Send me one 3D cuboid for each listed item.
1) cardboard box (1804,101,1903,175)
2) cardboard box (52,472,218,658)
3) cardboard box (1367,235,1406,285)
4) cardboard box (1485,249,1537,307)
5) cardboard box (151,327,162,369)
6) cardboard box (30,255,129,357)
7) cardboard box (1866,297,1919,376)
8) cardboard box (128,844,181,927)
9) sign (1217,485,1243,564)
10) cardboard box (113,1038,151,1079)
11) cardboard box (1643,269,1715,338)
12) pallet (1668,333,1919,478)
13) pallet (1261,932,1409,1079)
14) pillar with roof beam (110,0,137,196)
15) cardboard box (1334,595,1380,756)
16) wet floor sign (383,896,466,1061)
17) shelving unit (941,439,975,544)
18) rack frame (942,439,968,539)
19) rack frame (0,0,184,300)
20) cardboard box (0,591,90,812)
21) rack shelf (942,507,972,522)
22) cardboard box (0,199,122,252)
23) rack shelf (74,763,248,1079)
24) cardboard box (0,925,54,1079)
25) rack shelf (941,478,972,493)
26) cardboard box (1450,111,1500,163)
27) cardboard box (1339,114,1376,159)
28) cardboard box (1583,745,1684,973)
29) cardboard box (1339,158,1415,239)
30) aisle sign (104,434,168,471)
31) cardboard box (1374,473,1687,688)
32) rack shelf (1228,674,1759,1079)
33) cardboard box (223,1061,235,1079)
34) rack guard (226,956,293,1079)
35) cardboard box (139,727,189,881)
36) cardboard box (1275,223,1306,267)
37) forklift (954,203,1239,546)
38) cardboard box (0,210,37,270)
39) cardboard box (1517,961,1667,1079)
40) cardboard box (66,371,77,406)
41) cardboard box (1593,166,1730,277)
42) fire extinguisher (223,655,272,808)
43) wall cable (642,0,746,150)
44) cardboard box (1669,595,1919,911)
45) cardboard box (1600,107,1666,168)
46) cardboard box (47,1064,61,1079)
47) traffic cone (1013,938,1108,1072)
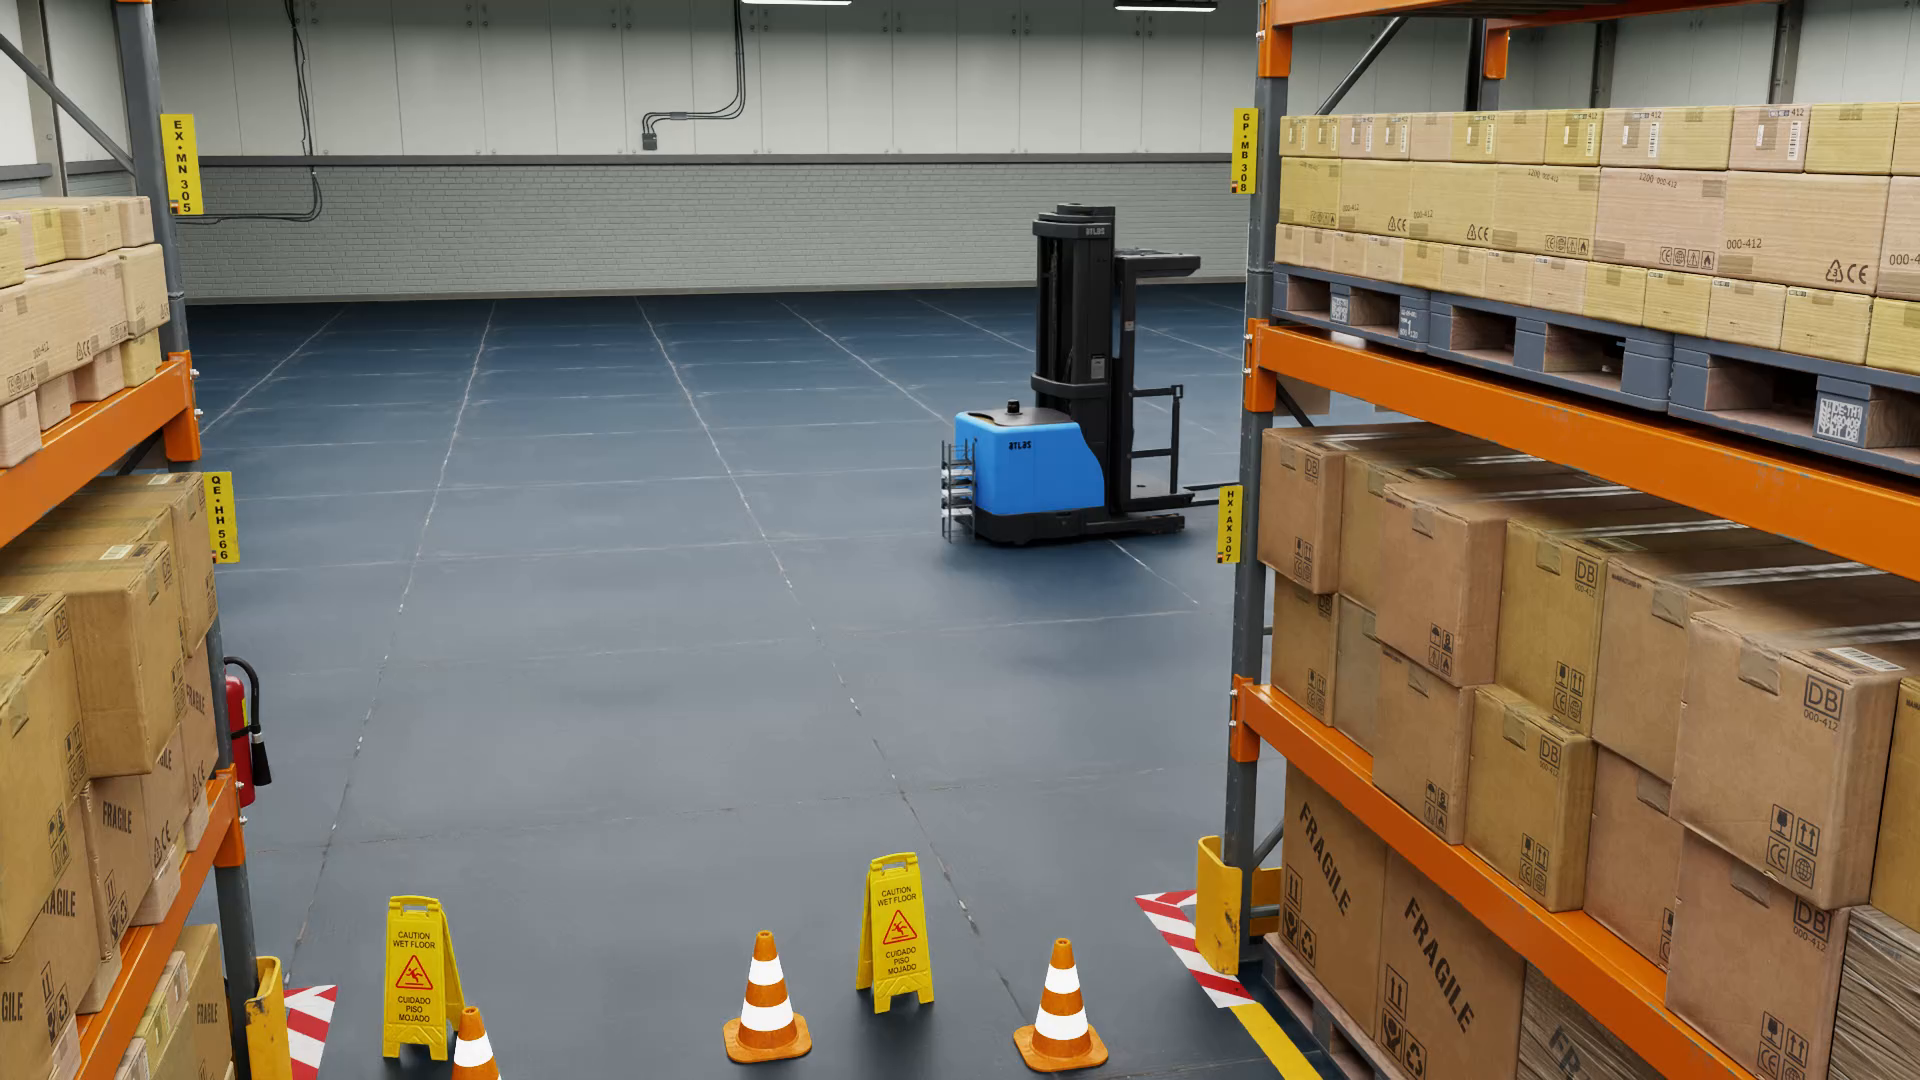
[{"bbox_3d":[2.082,-0.869,3.598,0.380,0.149,0.250,-3,14,-13],"label":"cardboard box"},{"bbox_3d":[-2.799,0.092,5.286,0.700,0.500,0.500,-4,14,-15],"label":"cardboard box"},{"bbox_3d":[1.604,-0.950,5.608,0.380,0.149,0.250,-3,14,-13],"label":"cardboard box"},{"bbox_3d":[1.782,-0.775,4.892,0.380,0.149,0.250,-3,14,-13],"label":"cardboard box"},{"bbox_3d":[-2.776,-0.603,5.285,0.380,0.149,0.250,-3,14,-13],"label":"cardboard box"},{"bbox_3d":[-2.646,-0.644,4.610,0.500,0.250,0.500,-3,14,-14],"label":"cardboard box"},{"bbox_3d":[2.140,-0.423,3.453,0.380,0.149,0.250,-3,14,-12],"label":"cardboard box"},{"bbox_3d":[-2.539,1.032,4.912,0.380,0.149,0.250,-3,14,-12],"label":"cardboard box"},{"bbox_3d":[1.115,-0.063,6.876,0.100,0.325,0.005,-3,14,-13],"label":"sign"},{"bbox_3d":[-2.422,1.488,4.479,0.380,0.149,0.250,-3,14,-11],"label":"cardboard box"},{"bbox_3d":[1.961,-0.599,4.174,0.380,0.149,0.250,-3,14,-12],"label":"cardboard box"},{"bbox_3d":[2.414,-0.315,3.761,1.003,0.211,1.213,-3,14,-13],"label":"pallet"},{"bbox_3d":[1.920,1.901,6.702,1.003,0.211,1.213,-3,14,-13],"label":"pallet"},{"bbox_3d":[-11.529,-8.921,32.483,9.100,9.000,0.548,-3,14,-13],"label":"pillar with roof beam"},{"bbox_3d":[1.938,0.502,6.236,0.875,0.550,0.550,-3,14,-13],"label":"cardboard box"},{"bbox_3d":[-2.136,1.705,6.587,0.267,0.644,0.232,2,14,6],"label":"wet floor sign"},{"bbox_3d":[-0.016,-0.432,14.800,0.258,0.900,0.210,-4,14,-17],"label":"shelving unit"},{"bbox_3d":[-0.046,-0.455,14.894,0.240,0.900,0.006,-4,14,-17],"label":"rack frame"},{"bbox_3d":[-3.132,-2.249,5.172,1.000,3.000,0.127,-3,14,-13],"label":"rack frame"},{"bbox_3d":[-2.486,0.444,3.845,0.700,0.500,0.500,-3,14,-14],"label":"cardboard box"},{"bbox_3d":[-0.016,-0.225,14.850,0.258,0.077,0.200,-4,14,-17],"label":"rack shelf"},{"bbox_3d":[-2.742,-0.934,4.959,0.380,0.149,0.250,-3,14,-12],"label":"cardboard box"},{"bbox_3d":[-2.662,1.476,4.081,1.077,0.370,4.000,-3,14,-13],"label":"rack shelf"},{"bbox_3d":[-2.270,1.047,3.485,0.500,0.500,0.500,-3,14,-14],"label":"cardboard box"},{"bbox_3d":[-0.016,-0.487,14.786,0.258,0.077,0.200,-4,14,-17],"label":"rack shelf"},{"bbox_3d":[1.723,-1.221,5.038,0.380,0.149,0.250,-3,14,-14],"label":"cardboard box"},{"bbox_3d":[1.544,-1.397,5.760,0.380,0.149,0.250,-3,14,-14],"label":"cardboard box"},{"bbox_3d":[2.334,0.875,4.710,0.875,0.550,0.550,-3,14,-13],"label":"cardboard box"},{"bbox_3d":[1.641,-1.173,5.680,0.500,0.250,0.500,-3,14,-14],"label":"cardboard box"},{"bbox_3d":[-2.864,-0.628,5.700,0.394,0.787,0.004,-3,14,-13],"label":"aisle sign"},{"bbox_3d":[1.924,0.115,5.545,0.875,0.550,0.550,-3,14,-13],"label":"cardboard box"},{"bbox_3d":[2.126,1.177,5.306,1.077,0.370,4.000,-3,14,-13],"label":"rack shelf"},{"bbox_3d":[-2.675,1.974,5.436,0.500,0.250,0.500,-3,14,-13],"label":"cardboard box"},{"bbox_3d":[-3.114,1.897,6.109,1.175,0.500,0.348,-3,14,-13],"label":"rack guard"},{"bbox_3d":[-2.623,0.698,4.913,0.500,0.500,0.500,-3,14,-13],"label":"cardboard box"},{"bbox_3d":[1.425,-1.125,6.324,0.380,0.149,0.250,-3,14,-13],"label":"cardboard box"},{"bbox_3d":[1.509,-1.581,15.221,3.031,2.935,1.130,-6,15,-22],"label":"forklift"},{"bbox_3d":[-2.604,-0.758,4.238,0.380,0.149,0.250,-3,14,-13],"label":"cardboard box"},{"bbox_3d":[2.301,1.760,4.994,0.875,0.875,0.875,-3,14,-13],"label":"cardboard box"},{"bbox_3d":[-2.662,-0.422,4.544,0.380,0.149,0.250,-3,14,-13],"label":"cardboard box"},{"bbox_3d":[1.996,-0.824,4.253,0.500,0.250,0.500,-3,14,-14],"label":"cardboard box"},{"bbox_3d":[-2.711,0.651,6.106,0.296,0.674,0.183,-3,14,-13],"label":"fire extinguisher"},{"bbox_3d":[-5.889,-11.612,36.331,2.305,6.003,0.169,-3,14,-13],"label":"wall cable"},{"bbox_3d":[2.300,0.484,4.035,0.875,0.550,0.550,-3,14,-13],"label":"cardboard box"},{"bbox_3d":[1.904,-1.044,4.314,0.380,0.149,0.250,-3,14,-14],"label":"cardboard box"},{"bbox_3d":[-2.246,1.324,3.717,0.380,0.149,0.250,-3,14,-13],"label":"cardboard box"},{"bbox_3d":[0.401,1.800,6.584,0.336,0.463,0.334,-3,14,-13],"label":"traffic cone"}]
